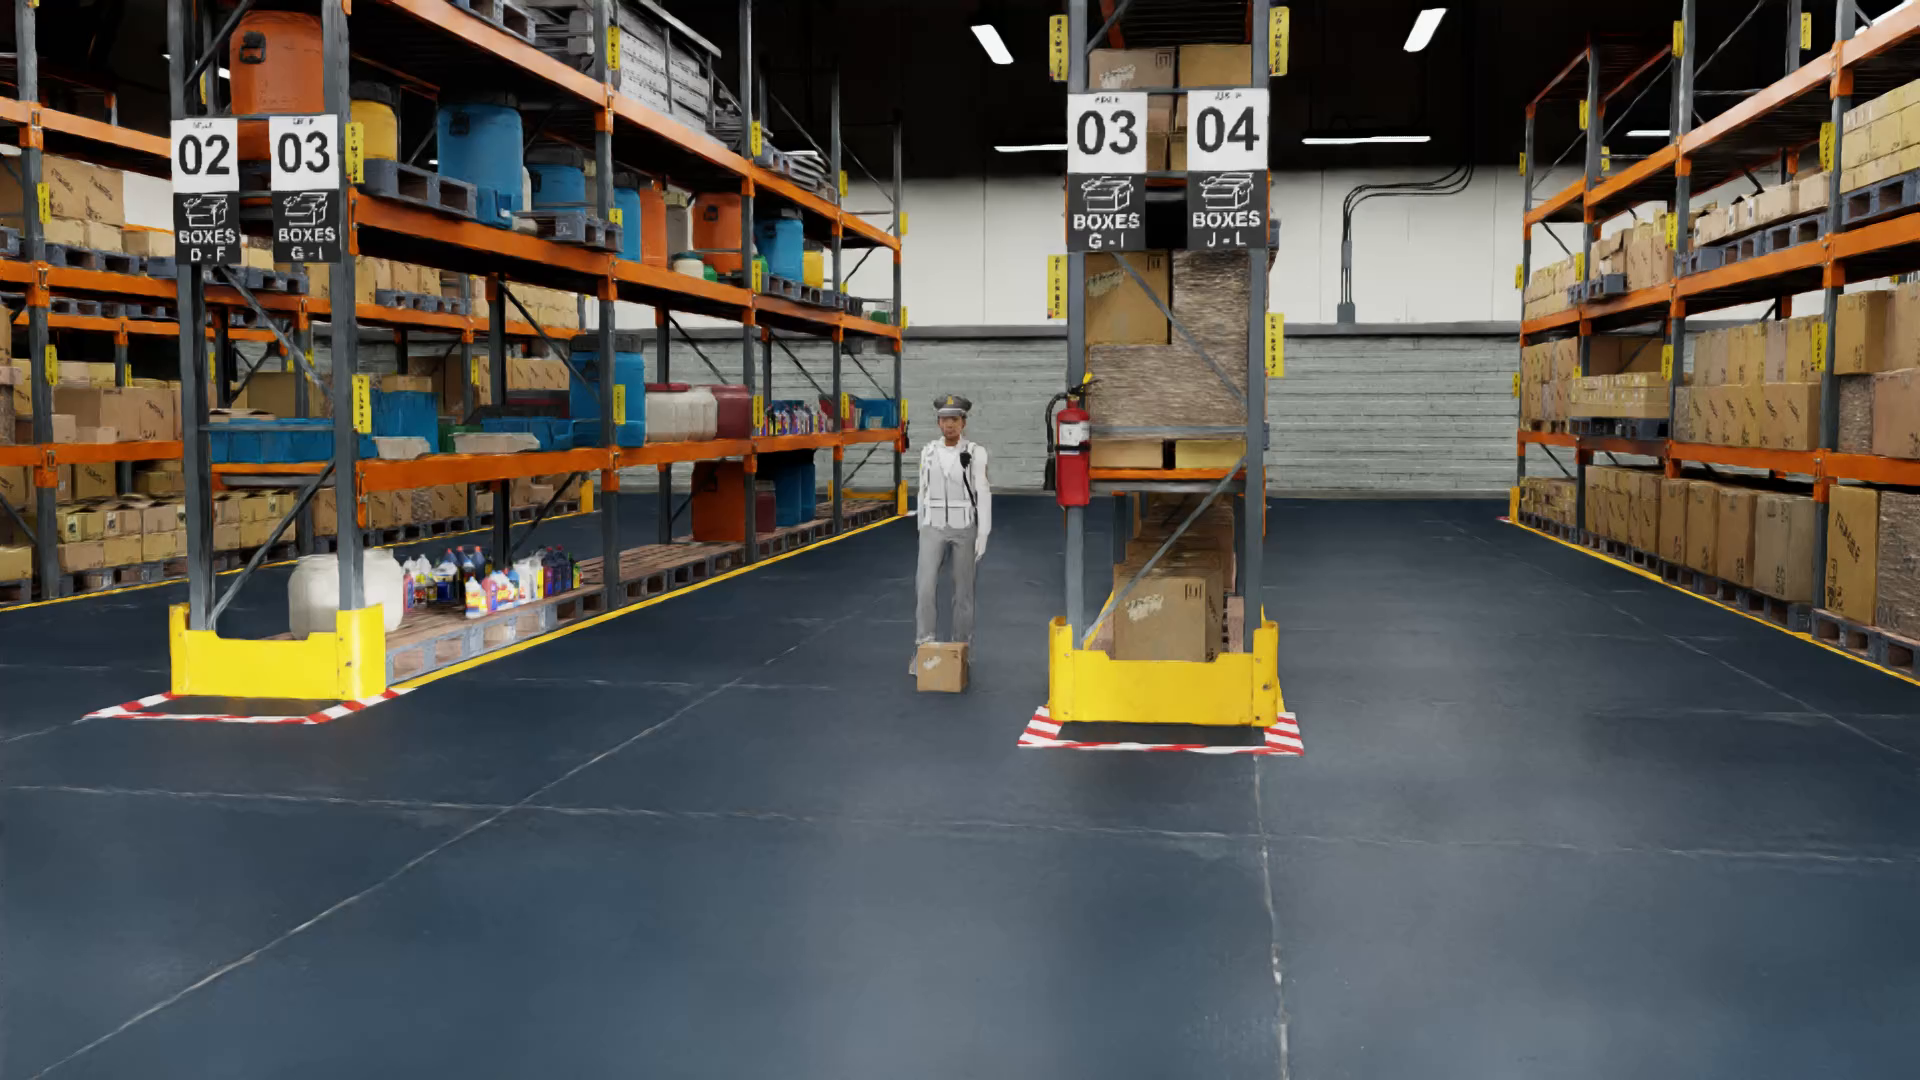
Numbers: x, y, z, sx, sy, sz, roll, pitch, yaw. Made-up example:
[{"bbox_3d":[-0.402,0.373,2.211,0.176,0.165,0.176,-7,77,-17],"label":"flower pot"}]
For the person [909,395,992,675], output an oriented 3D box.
[{"bbox_3d":[-0.049,-0.045,10.185,0.478,1.682,0.571,1,5,8],"label":"person"}]
